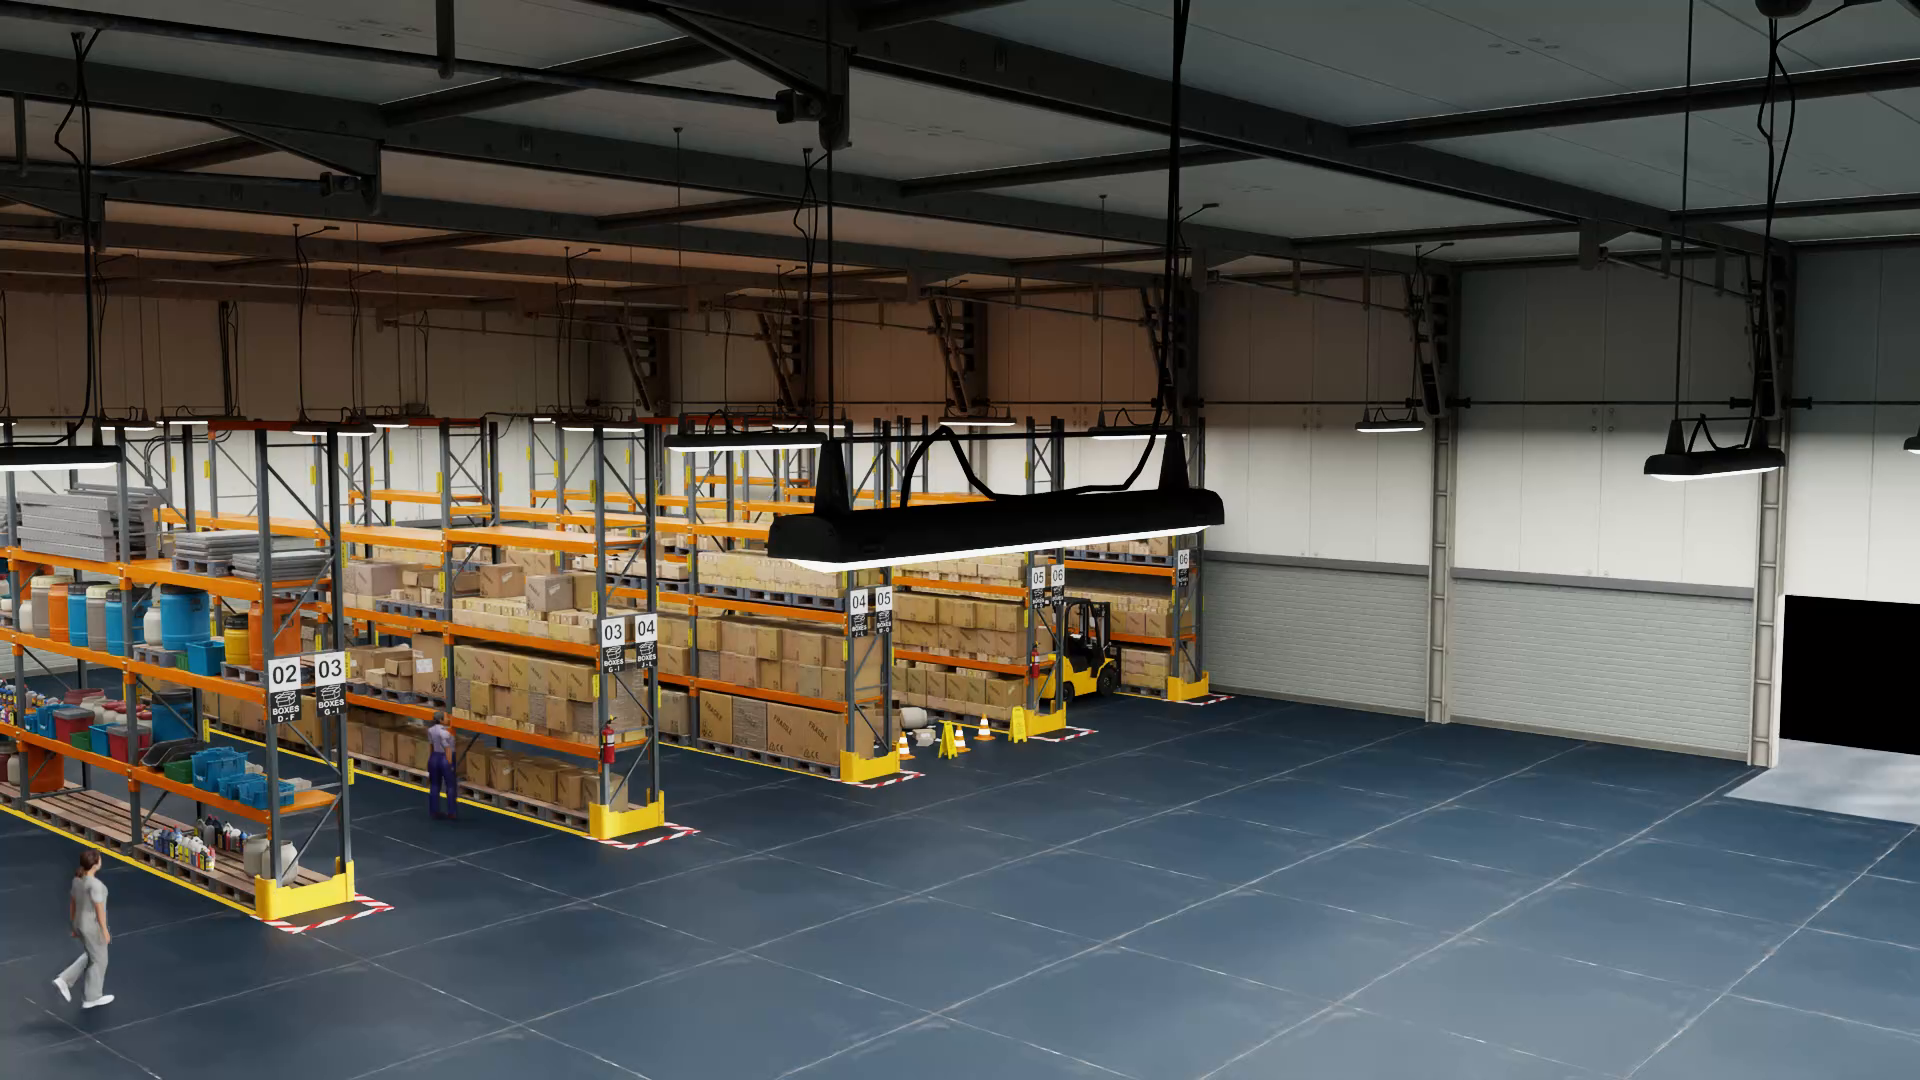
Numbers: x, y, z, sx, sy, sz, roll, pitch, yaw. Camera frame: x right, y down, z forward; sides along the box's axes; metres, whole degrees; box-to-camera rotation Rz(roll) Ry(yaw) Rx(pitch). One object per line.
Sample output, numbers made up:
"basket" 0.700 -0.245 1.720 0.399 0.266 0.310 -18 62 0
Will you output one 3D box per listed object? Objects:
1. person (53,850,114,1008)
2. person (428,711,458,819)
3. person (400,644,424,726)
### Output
"person" -9.103 4.050 17.283 0.488 1.652 0.532 4 6 38
"person" -7.860 3.409 25.292 0.509 1.651 0.359 2 5 19
"person" -10.477 2.831 31.486 1.066 1.742 0.521 4 6 40
